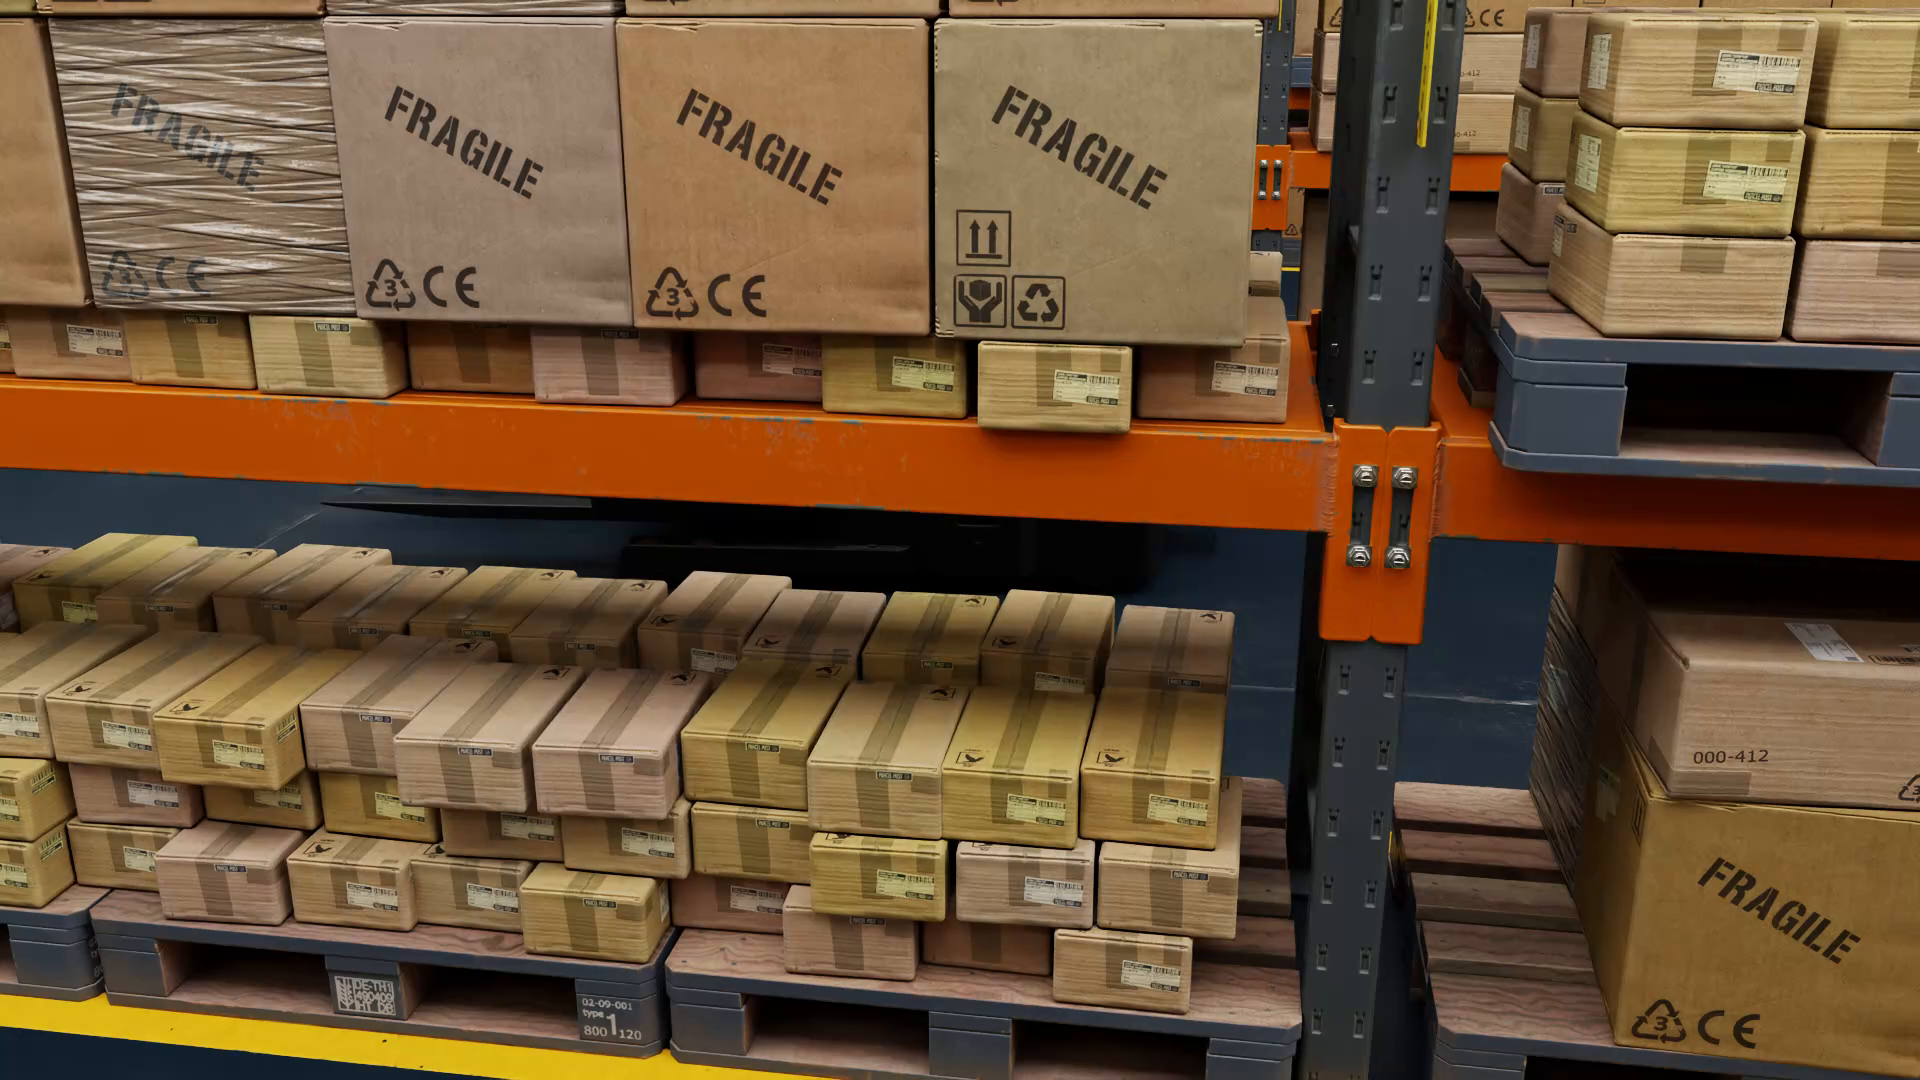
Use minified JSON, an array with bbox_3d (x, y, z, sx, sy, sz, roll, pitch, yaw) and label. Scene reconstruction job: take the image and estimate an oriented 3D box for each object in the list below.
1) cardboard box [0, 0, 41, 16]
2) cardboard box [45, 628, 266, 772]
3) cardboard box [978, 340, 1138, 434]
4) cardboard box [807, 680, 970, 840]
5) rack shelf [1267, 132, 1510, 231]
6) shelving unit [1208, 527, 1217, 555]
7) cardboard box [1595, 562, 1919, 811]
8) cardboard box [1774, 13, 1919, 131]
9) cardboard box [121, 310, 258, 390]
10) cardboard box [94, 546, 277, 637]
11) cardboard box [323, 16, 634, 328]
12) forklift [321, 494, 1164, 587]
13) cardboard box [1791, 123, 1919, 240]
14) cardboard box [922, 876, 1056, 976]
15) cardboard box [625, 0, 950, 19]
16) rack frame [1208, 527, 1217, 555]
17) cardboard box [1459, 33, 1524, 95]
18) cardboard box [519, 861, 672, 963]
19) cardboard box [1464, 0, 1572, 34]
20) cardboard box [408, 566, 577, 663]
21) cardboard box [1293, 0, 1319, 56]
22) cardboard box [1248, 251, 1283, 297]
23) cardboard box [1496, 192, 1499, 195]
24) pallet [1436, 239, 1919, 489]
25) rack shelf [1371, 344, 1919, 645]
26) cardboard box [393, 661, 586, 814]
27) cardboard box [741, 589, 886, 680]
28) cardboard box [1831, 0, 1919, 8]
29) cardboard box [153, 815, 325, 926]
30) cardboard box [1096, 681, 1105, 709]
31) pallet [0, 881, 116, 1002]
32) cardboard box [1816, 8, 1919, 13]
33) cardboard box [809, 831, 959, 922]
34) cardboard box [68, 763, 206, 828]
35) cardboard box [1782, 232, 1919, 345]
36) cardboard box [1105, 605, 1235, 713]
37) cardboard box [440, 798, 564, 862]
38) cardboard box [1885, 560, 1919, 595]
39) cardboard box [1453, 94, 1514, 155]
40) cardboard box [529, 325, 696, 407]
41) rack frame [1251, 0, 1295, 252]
[{"bbox_3d":[-1.771,-1.207,2.982,0.500,0.500,0.500,2,19,7],"label":"cardboard box"},{"bbox_3d":[-1.668,0.329,3.486,0.250,0.149,0.380,4,19,11],"label":"cardboard box"},{"bbox_3d":[0.177,-0.306,2.887,0.250,0.149,0.380,2,19,7],"label":"cardboard box"},{"bbox_3d":[-0.130,0.418,3.220,0.250,0.149,0.380,3,19,8],"label":"cardboard box"},{"bbox_3d":[3.428,-1.620,7.550,4.000,0.370,1.077,3,19,9],"label":"rack shelf"},{"bbox_3d":[0.846,-0.413,6.119,0.210,0.900,0.258,1,19,3],"label":"shelving unit"},{"bbox_3d":[1.456,0.245,2.940,0.500,0.250,0.500,2,19,6],"label":"cardboard box"},{"bbox_3d":[1.361,-0.692,2.440,0.250,0.149,0.380,3,19,10],"label":"cardboard box"},{"bbox_3d":[-1.365,-0.406,3.186,0.250,0.149,0.380,4,19,11],"label":"cardboard box"},{"bbox_3d":[-1.858,0.148,4.028,0.250,0.149,0.380,2,19,6],"label":"cardboard box"},{"bbox_3d":[-0.758,-0.682,2.988,0.500,0.500,0.500,3,19,8],"label":"cardboard box"},{"bbox_3d":[-0.781,-1.390,5.839,3.031,2.935,1.130,1,19,3],"label":"forklift"},{"bbox_3d":[1.340,-0.550,2.486,0.250,0.149,0.380,3,19,8],"label":"cardboard box"},{"bbox_3d":[0.084,0.695,3.330,0.250,0.149,0.380,3,19,10],"label":"cardboard box"},{"bbox_3d":[-0.250,-1.132,2.756,0.500,0.500,0.500,2,19,7],"label":"cardboard box"},{"bbox_3d":[0.947,-0.411,6.113,0.006,0.900,0.240,1,19,3],"label":"rack frame"},{"bbox_3d":[2.363,-2.100,7.299,0.500,0.250,0.500,3,19,10],"label":"cardboard box"},{"bbox_3d":[-0.695,0.682,3.368,0.250,0.149,0.380,3,19,9],"label":"cardboard box"},{"bbox_3d":[2.349,-2.454,7.177,0.500,0.500,0.500,3,19,8],"label":"cardboard box"},{"bbox_3d":[-1.078,0.196,3.883,0.250,0.149,0.380,3,19,9],"label":"cardboard box"},{"bbox_3d":[2.679,-3.769,12.021,0.500,0.500,0.700,3,19,10],"label":"cardboard box"},{"bbox_3d":[0.540,-0.503,3.476,0.250,0.149,0.380,4,19,11],"label":"cardboard box"},{"bbox_3d":[2.972,-1.204,7.861,0.875,0.875,0.875,3,19,10],"label":"cardboard box"},{"bbox_3d":[1.500,-0.331,2.866,1.213,0.211,1.003,3,19,9],"label":"pallet"},{"bbox_3d":[2.743,-0.064,2.900,4.000,0.370,1.077,3,19,9],"label":"rack shelf"},{"bbox_3d":[-0.924,0.386,3.316,0.250,0.149,0.380,2,19,7],"label":"cardboard box"},{"bbox_3d":[-0.320,0.247,3.731,0.250,0.149,0.380,2,19,7],"label":"cardboard box"},{"bbox_3d":[3.854,-2.376,6.944,0.500,0.500,0.500,3,19,9],"label":"cardboard box"},{"bbox_3d":[-1.463,0.640,3.493,0.250,0.149,0.380,2,19,6],"label":"cardboard box"},{"bbox_3d":[0.197,0.403,3.734,0.250,0.149,0.380,3,19,9],"label":"cardboard box"},{"bbox_3d":[-2.310,0.671,3.965,1.213,0.211,1.003,3,19,9],"label":"pallet"},{"bbox_3d":[1.716,-0.882,3.008,0.250,0.149,0.380,2,19,7],"label":"cardboard box"},{"bbox_3d":[-0.130,0.572,3.228,0.250,0.149,0.380,2,19,7],"label":"cardboard box"},{"bbox_3d":[-1.674,0.458,3.569,0.250,0.149,0.380,2,19,6],"label":"cardboard box"},{"bbox_3d":[1.359,-0.410,2.534,0.250,0.149,0.380,3,19,10],"label":"cardboard box"},{"bbox_3d":[0.461,0.283,3.624,0.250,0.149,0.380,4,19,11],"label":"cardboard box"},{"bbox_3d":[-0.878,0.502,3.437,0.250,0.149,0.380,2,19,6],"label":"cardboard box"},{"bbox_3d":[2.049,0.113,3.333,0.500,0.250,0.500,4,19,11],"label":"cardboard box"},{"bbox_3d":[2.357,-1.860,7.371,0.500,0.250,0.500,2,19,7],"label":"cardboard box"},{"bbox_3d":[-0.601,-0.364,3.058,0.250,0.149,0.380,2,19,6],"label":"cardboard box"},{"bbox_3d":[1.454,-2.062,7.737,0.127,3.000,1.000,3,19,9],"label":"rack frame"}]
